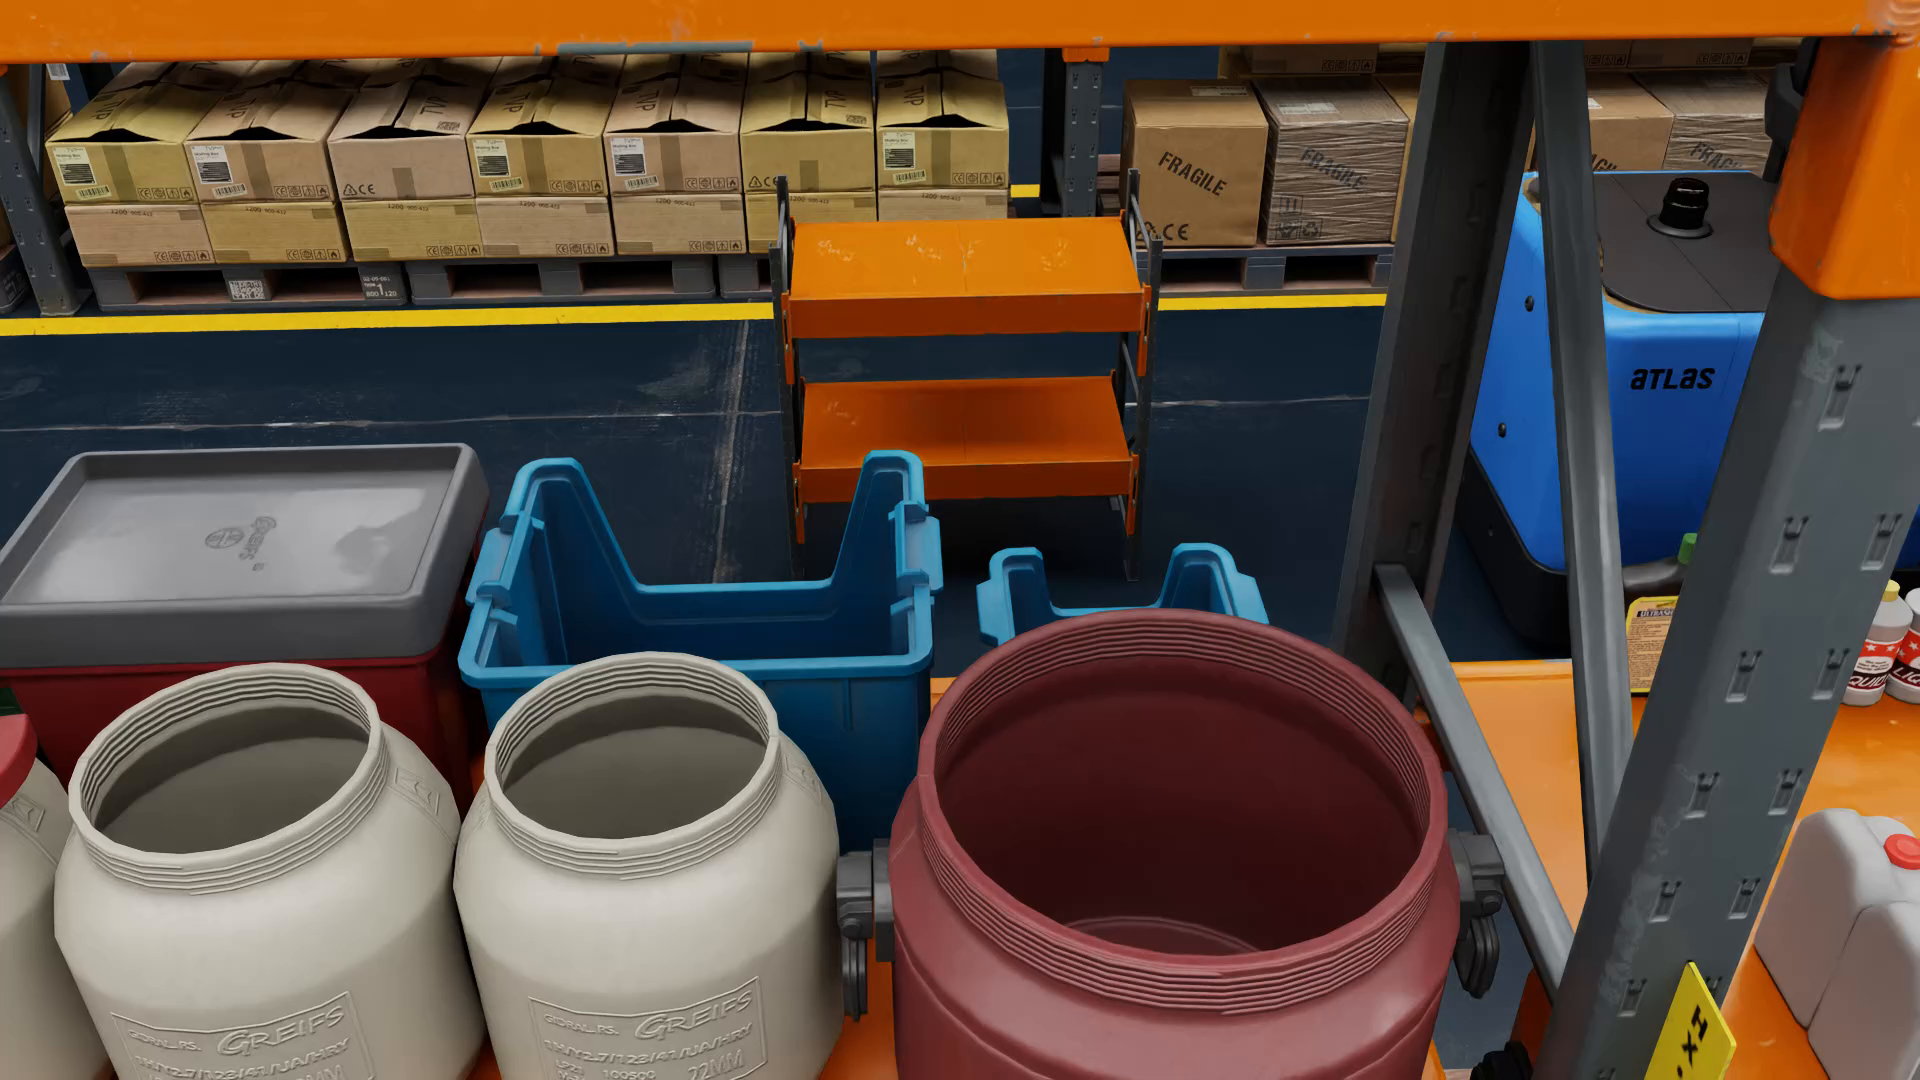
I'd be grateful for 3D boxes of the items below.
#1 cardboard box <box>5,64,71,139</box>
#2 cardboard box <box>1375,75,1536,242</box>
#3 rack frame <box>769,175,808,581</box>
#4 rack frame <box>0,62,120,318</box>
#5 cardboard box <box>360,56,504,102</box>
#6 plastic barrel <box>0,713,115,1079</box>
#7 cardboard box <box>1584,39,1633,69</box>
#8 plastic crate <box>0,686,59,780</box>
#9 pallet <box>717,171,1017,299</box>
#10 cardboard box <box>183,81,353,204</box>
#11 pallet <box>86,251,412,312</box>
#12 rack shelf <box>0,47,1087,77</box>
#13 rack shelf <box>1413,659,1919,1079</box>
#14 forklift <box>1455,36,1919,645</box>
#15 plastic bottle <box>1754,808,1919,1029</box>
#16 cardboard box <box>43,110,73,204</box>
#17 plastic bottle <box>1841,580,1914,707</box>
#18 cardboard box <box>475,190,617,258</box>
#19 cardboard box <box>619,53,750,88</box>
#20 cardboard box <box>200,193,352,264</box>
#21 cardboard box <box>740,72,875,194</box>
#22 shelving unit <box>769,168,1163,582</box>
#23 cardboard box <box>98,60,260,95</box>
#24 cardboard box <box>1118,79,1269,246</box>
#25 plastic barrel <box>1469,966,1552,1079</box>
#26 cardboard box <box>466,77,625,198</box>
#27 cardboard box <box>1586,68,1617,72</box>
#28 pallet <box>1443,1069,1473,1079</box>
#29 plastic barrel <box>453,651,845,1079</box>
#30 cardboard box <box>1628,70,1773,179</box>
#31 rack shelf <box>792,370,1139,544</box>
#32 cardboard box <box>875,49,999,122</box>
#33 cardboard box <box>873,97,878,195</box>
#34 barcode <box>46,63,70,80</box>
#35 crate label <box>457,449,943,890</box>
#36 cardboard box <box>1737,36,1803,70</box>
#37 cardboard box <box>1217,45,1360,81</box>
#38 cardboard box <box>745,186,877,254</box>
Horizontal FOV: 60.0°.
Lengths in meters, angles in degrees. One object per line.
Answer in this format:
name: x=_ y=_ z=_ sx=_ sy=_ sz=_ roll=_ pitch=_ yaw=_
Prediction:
cardboard box: x=-4.032 y=-1.903 z=6.752 sx=0.500 sy=0.500 sz=0.500 roll=-2 pitch=35 yaw=-2
cardboard box: x=1.934 y=-1.526 z=6.628 sx=0.500 sy=0.500 sz=0.500 roll=-2 pitch=35 yaw=-3
rack frame: x=-0.501 y=-0.449 z=4.910 sx=0.032 sy=1.125 sz=0.500 roll=-2 pitch=35 yaw=-2
rack frame: x=-3.554 y=-2.387 z=6.063 sx=0.127 sy=3.000 sz=1.000 roll=-2 pitch=35 yaw=-2
cardboard box: x=-2.145 y=-1.863 z=6.861 sx=0.500 sy=0.311 sz=0.500 roll=-2 pitch=35 yaw=-2
plastic barrel: x=-1.192 y=0.440 z=1.858 sx=0.433 sy=0.535 sz=0.433 roll=0 pitch=35 yaw=0
cardboard box: x=2.442 y=-2.149 z=6.870 sx=0.500 sy=0.250 sz=0.500 roll=-2 pitch=35 yaw=-3
plastic crate: x=-1.597 y=0.309 z=2.355 sx=0.662 sy=0.188 sz=0.450 roll=-2 pitch=35 yaw=-2
pallet: x=-0.383 y=-1.348 z=7.012 sx=1.213 sy=0.211 sz=1.003 roll=-2 pitch=35 yaw=-2
cardboard box: x=-2.629 y=-1.540 z=6.393 sx=0.500 sy=0.311 sz=0.500 roll=-2 pitch=35 yaw=-3
pallet: x=-2.820 y=-1.282 z=6.917 sx=1.213 sy=0.211 sz=1.003 roll=-2 pitch=35 yaw=-2
rack shelf: x=-1.556 y=-2.145 z=6.346 sx=4.000 sy=0.370 sz=1.077 roll=-2 pitch=35 yaw=-2
rack shelf: x=2.670 y=0.563 z=2.433 sx=4.000 sy=0.370 sz=1.077 roll=-2 pitch=35 yaw=-2
forklift: x=3.082 y=-1.170 z=4.365 sx=3.031 sy=2.935 sz=1.130 roll=-1 pitch=35 yaw=-1
plastic bottle: x=1.113 y=0.458 z=2.062 sx=0.135 sy=0.276 sz=0.152 roll=-2 pitch=35 yaw=-2
cardboard box: x=-4.032 y=-1.589 z=6.957 sx=0.500 sy=0.250 sz=0.500 roll=-2 pitch=35 yaw=-2
plastic bottle: x=1.403 y=0.150 z=2.571 sx=0.097 sy=0.201 sz=0.097 roll=0 pitch=35 yaw=0
cardboard box: x=-1.603 y=-1.341 z=6.599 sx=0.500 sy=0.250 sz=0.500 roll=-1 pitch=35 yaw=-1
cardboard box: x=-1.129 y=-1.889 z=6.898 sx=0.500 sy=0.311 sz=0.500 roll=-2 pitch=35 yaw=-4
cardboard box: x=-2.629 y=-1.312 z=6.557 sx=0.500 sy=0.250 sz=0.500 roll=-1 pitch=35 yaw=-1
cardboard box: x=-0.589 y=-1.596 z=6.474 sx=0.500 sy=0.311 sz=0.500 roll=-2 pitch=35 yaw=-3
shelving unit: x=0.007 y=-0.463 z=4.930 sx=1.048 sy=1.125 sz=0.538 roll=-2 pitch=35 yaw=-2
cardboard box: x=-3.163 y=-1.833 z=6.818 sx=0.500 sy=0.311 sz=0.500 roll=-2 pitch=35 yaw=-2
cardboard box: x=0.910 y=-1.498 z=6.588 sx=0.500 sy=0.500 sz=0.500 roll=0 pitch=35 yaw=0
plastic barrel: x=1.160 y=1.018 z=2.681 sx=0.708 sy=0.830 sz=0.600 roll=-2 pitch=35 yaw=-2
cardboard box: x=-1.594 y=-1.571 z=6.439 sx=0.500 sy=0.311 sz=0.500 roll=-1 pitch=35 yaw=-1
cardboard box: x=2.405 y=-1.838 z=7.080 sx=0.500 sy=0.500 sz=0.500 roll=-3 pitch=35 yaw=-4
pallet: x=1.458 y=1.423 z=3.009 sx=1.213 sy=0.211 sz=1.003 roll=-2 pitch=35 yaw=-2
plastic barrel: x=-0.345 y=0.424 z=1.903 sx=0.421 sy=0.512 sz=0.421 roll=0 pitch=35 yaw=0
cardboard box: x=2.962 y=-1.558 z=6.675 sx=0.500 sy=0.500 sz=0.500 roll=-1 pitch=35 yaw=-2
rack shelf: x=0.007 y=-0.262 z=5.069 sx=1.000 sy=0.278 sz=0.538 roll=-2 pitch=35 yaw=-2
cardboard box: x=-0.096 y=-1.920 z=6.943 sx=0.500 sy=0.311 sz=0.500 roll=0 pitch=35 yaw=-1
cardboard box: x=-0.598 y=-1.676 z=7.082 sx=0.500 sy=0.250 sz=0.500 roll=-2 pitch=35 yaw=-4
barcode: x=-3.279 y=-1.705 z=6.044 sx=0.075 sy=0.075 sz=0.001 roll=-2 pitch=35 yaw=-2
crate label: x=-0.333 y=0.179 z=2.324 sx=0.616 sy=0.435 sz=0.502 roll=-2 pitch=35 yaw=-2
cardboard box: x=3.410 y=-1.860 z=7.112 sx=0.500 sy=0.500 sz=0.500 roll=-1 pitch=35 yaw=-2
cardboard box: x=1.365 y=-1.806 z=7.034 sx=0.500 sy=0.500 sz=0.500 roll=0 pitch=35 yaw=0
cardboard box: x=-0.587 y=-1.368 z=6.638 sx=0.500 sy=0.250 sz=0.500 roll=-2 pitch=35 yaw=-3
